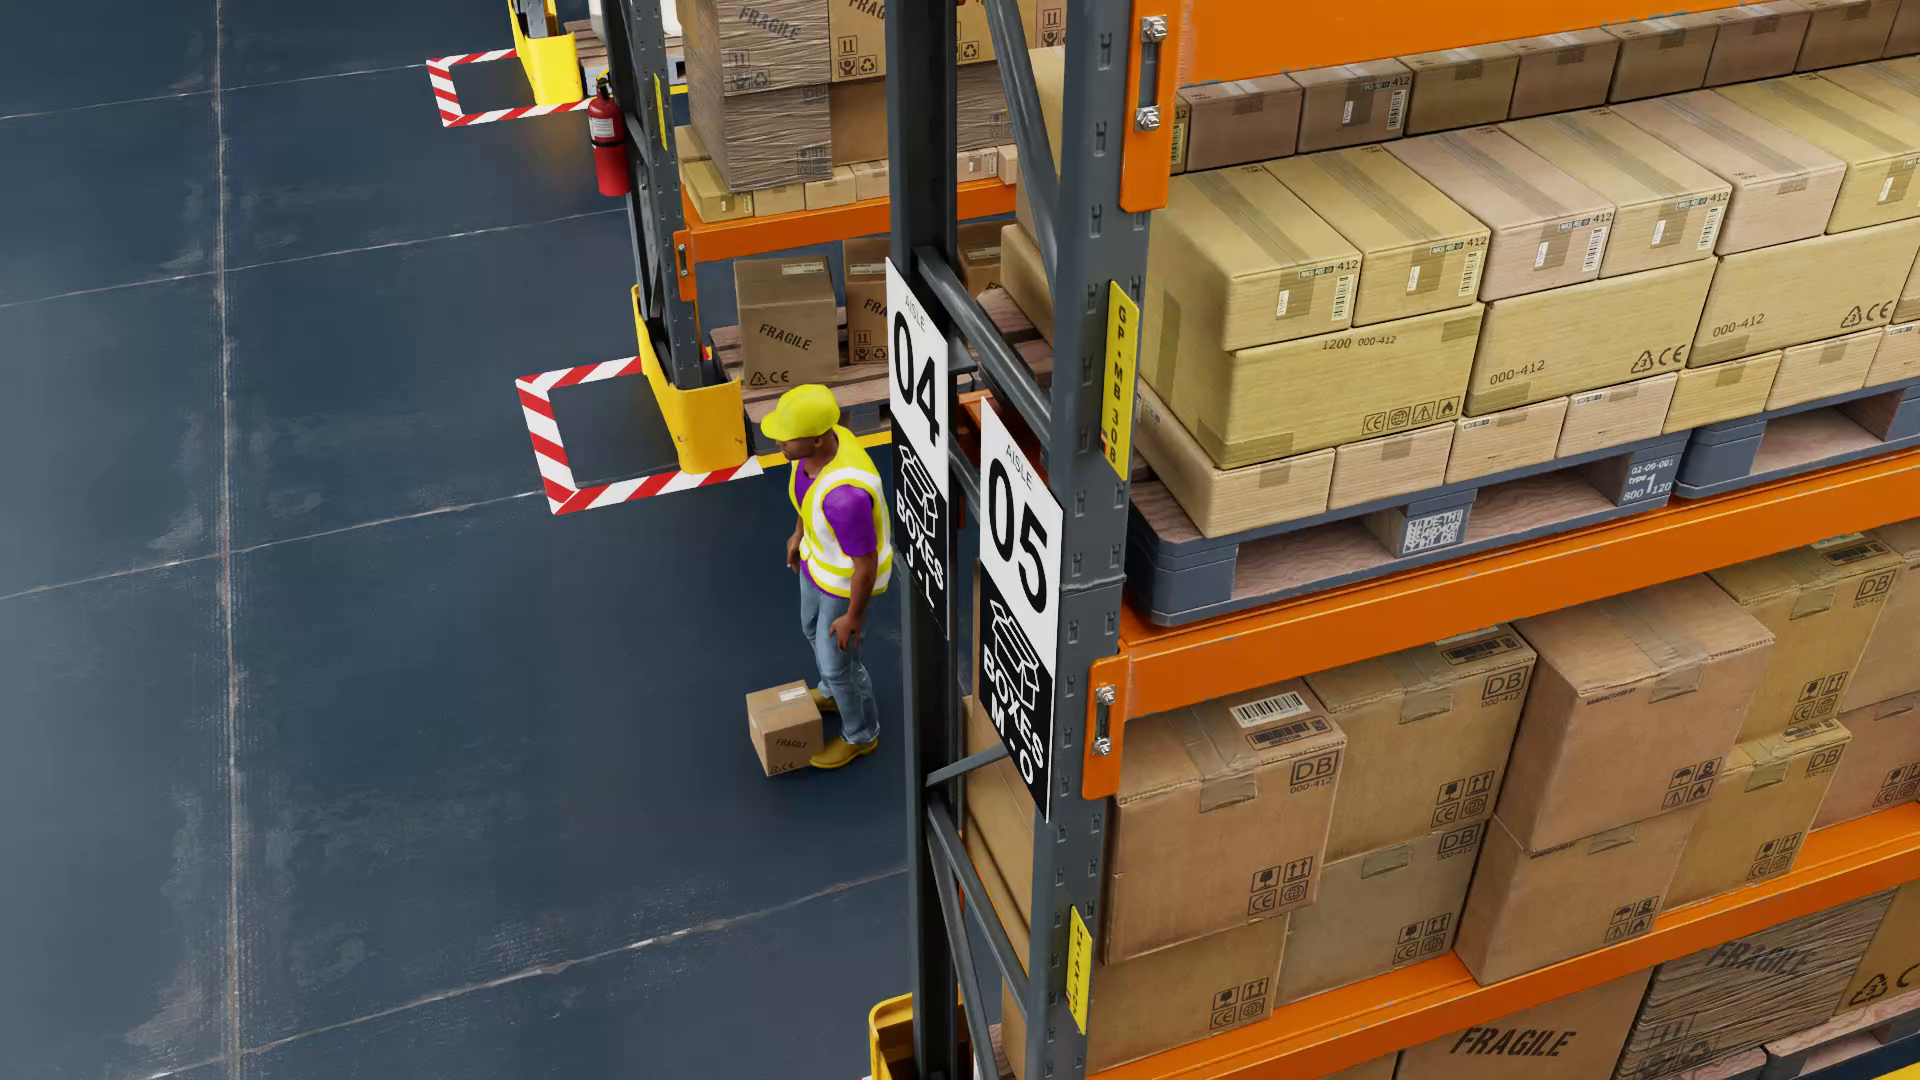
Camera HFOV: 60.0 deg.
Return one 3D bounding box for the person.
[{"bbox_3d":[-0.506,0.132,6.467,0.454,1.757,0.636,-14,40,-18],"label":"person"}]
